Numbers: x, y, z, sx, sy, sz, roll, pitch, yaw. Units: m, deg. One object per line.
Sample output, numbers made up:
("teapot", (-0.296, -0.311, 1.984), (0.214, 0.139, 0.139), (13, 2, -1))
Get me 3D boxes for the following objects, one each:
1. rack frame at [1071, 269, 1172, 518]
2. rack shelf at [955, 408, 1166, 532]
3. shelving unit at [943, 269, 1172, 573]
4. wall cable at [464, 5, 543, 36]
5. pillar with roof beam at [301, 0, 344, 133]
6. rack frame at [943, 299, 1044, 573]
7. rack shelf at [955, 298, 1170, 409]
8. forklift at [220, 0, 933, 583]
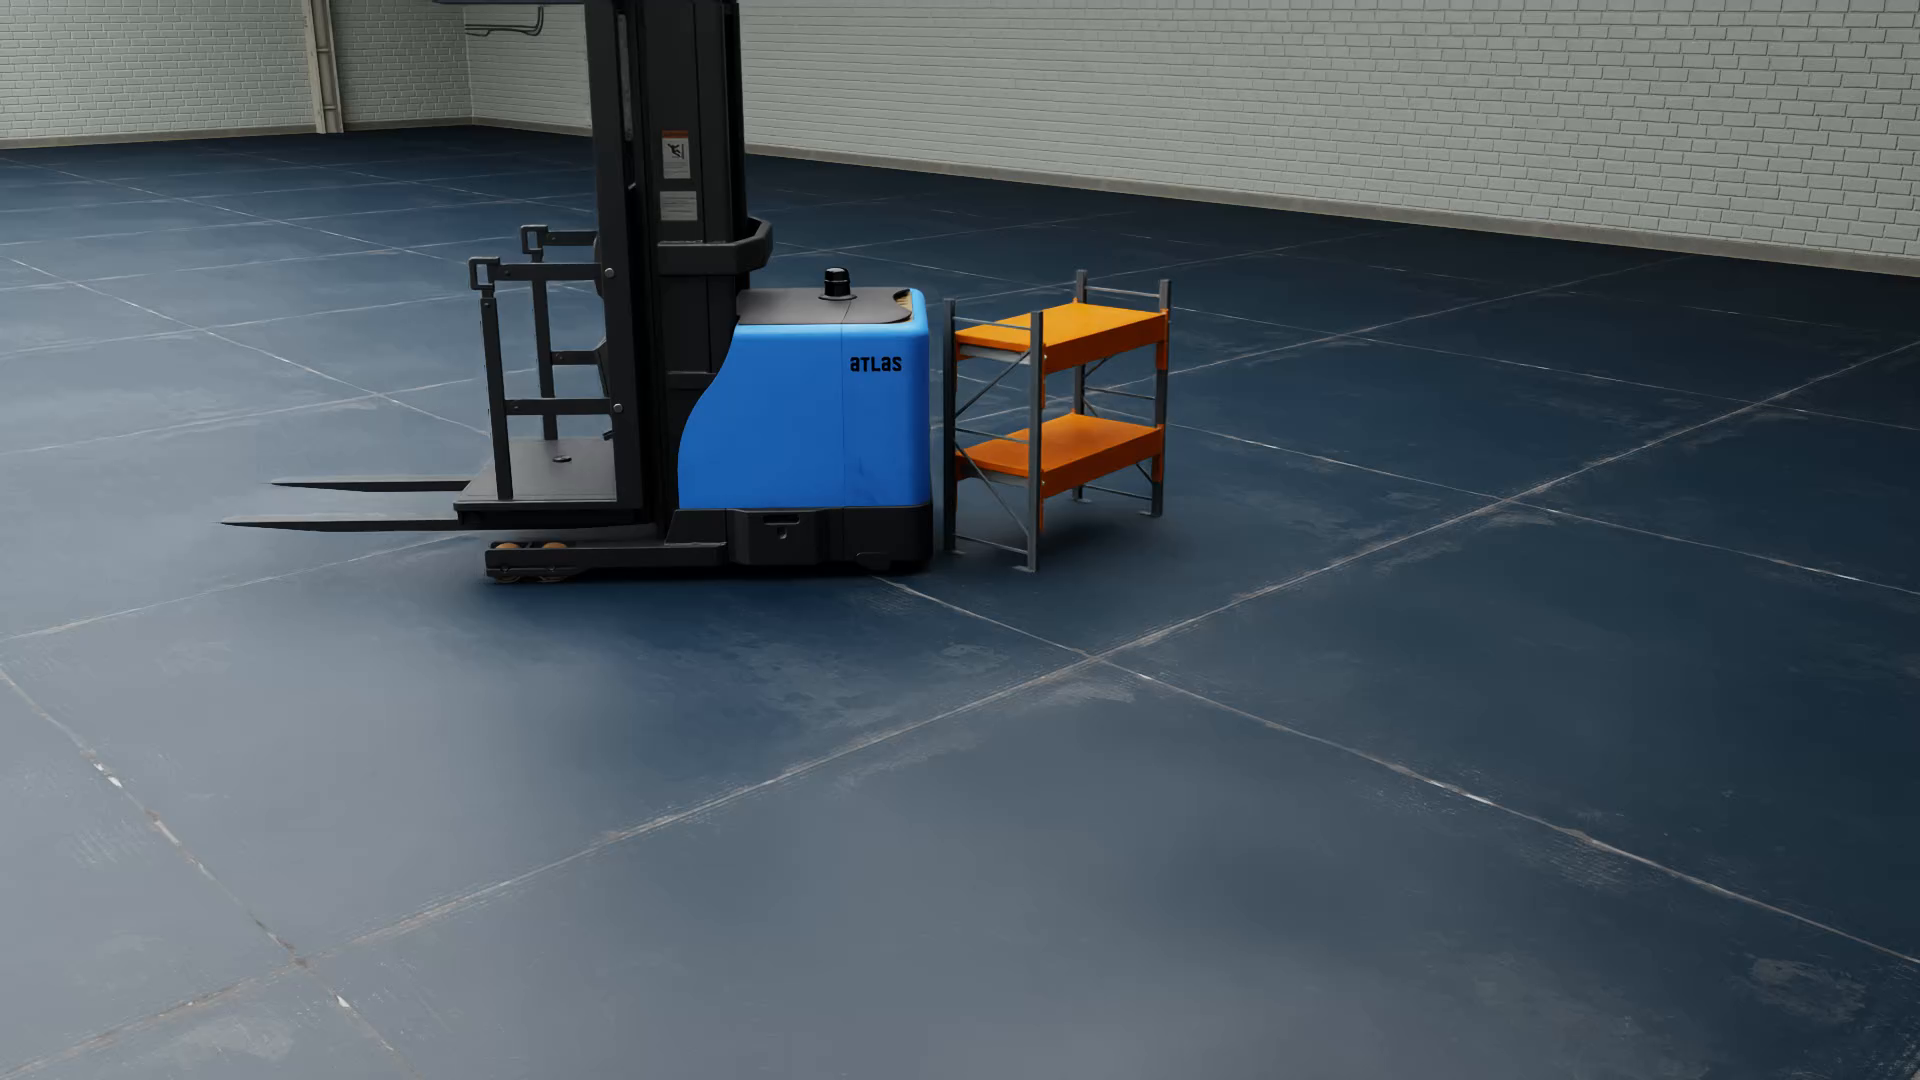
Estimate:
("rack frame", (0.755, -0.691, 7.865), (0.500, 1.125, 0.032), (13, 22, 35))
("rack shelf", (0.445, -0.335, 7.557), (0.538, 0.278, 1.000), (13, 22, 35))
("shelving unit", (0.445, -0.567, 7.482), (0.538, 1.125, 1.048), (13, 22, 35))
("wall cable", (-8.681, -10.721, 31.066), (0.112, 2.526, 3.097), (-16, 24, -41))
("pillar with roof beam", (-8.772, -10.905, 26.600), (0.400, 9.000, 9.100), (-16, 24, -41))
("rack frame", (0.135, -0.443, 7.098), (0.500, 1.125, 0.032), (13, 22, 35))
("rack shelf", (0.445, -0.846, 7.391), (0.538, 0.278, 1.000), (13, 22, 35))
("forklift", (-1.647, -1.380, 7.059), (3.031, 2.935, 1.130), (-1, 18, -2))
